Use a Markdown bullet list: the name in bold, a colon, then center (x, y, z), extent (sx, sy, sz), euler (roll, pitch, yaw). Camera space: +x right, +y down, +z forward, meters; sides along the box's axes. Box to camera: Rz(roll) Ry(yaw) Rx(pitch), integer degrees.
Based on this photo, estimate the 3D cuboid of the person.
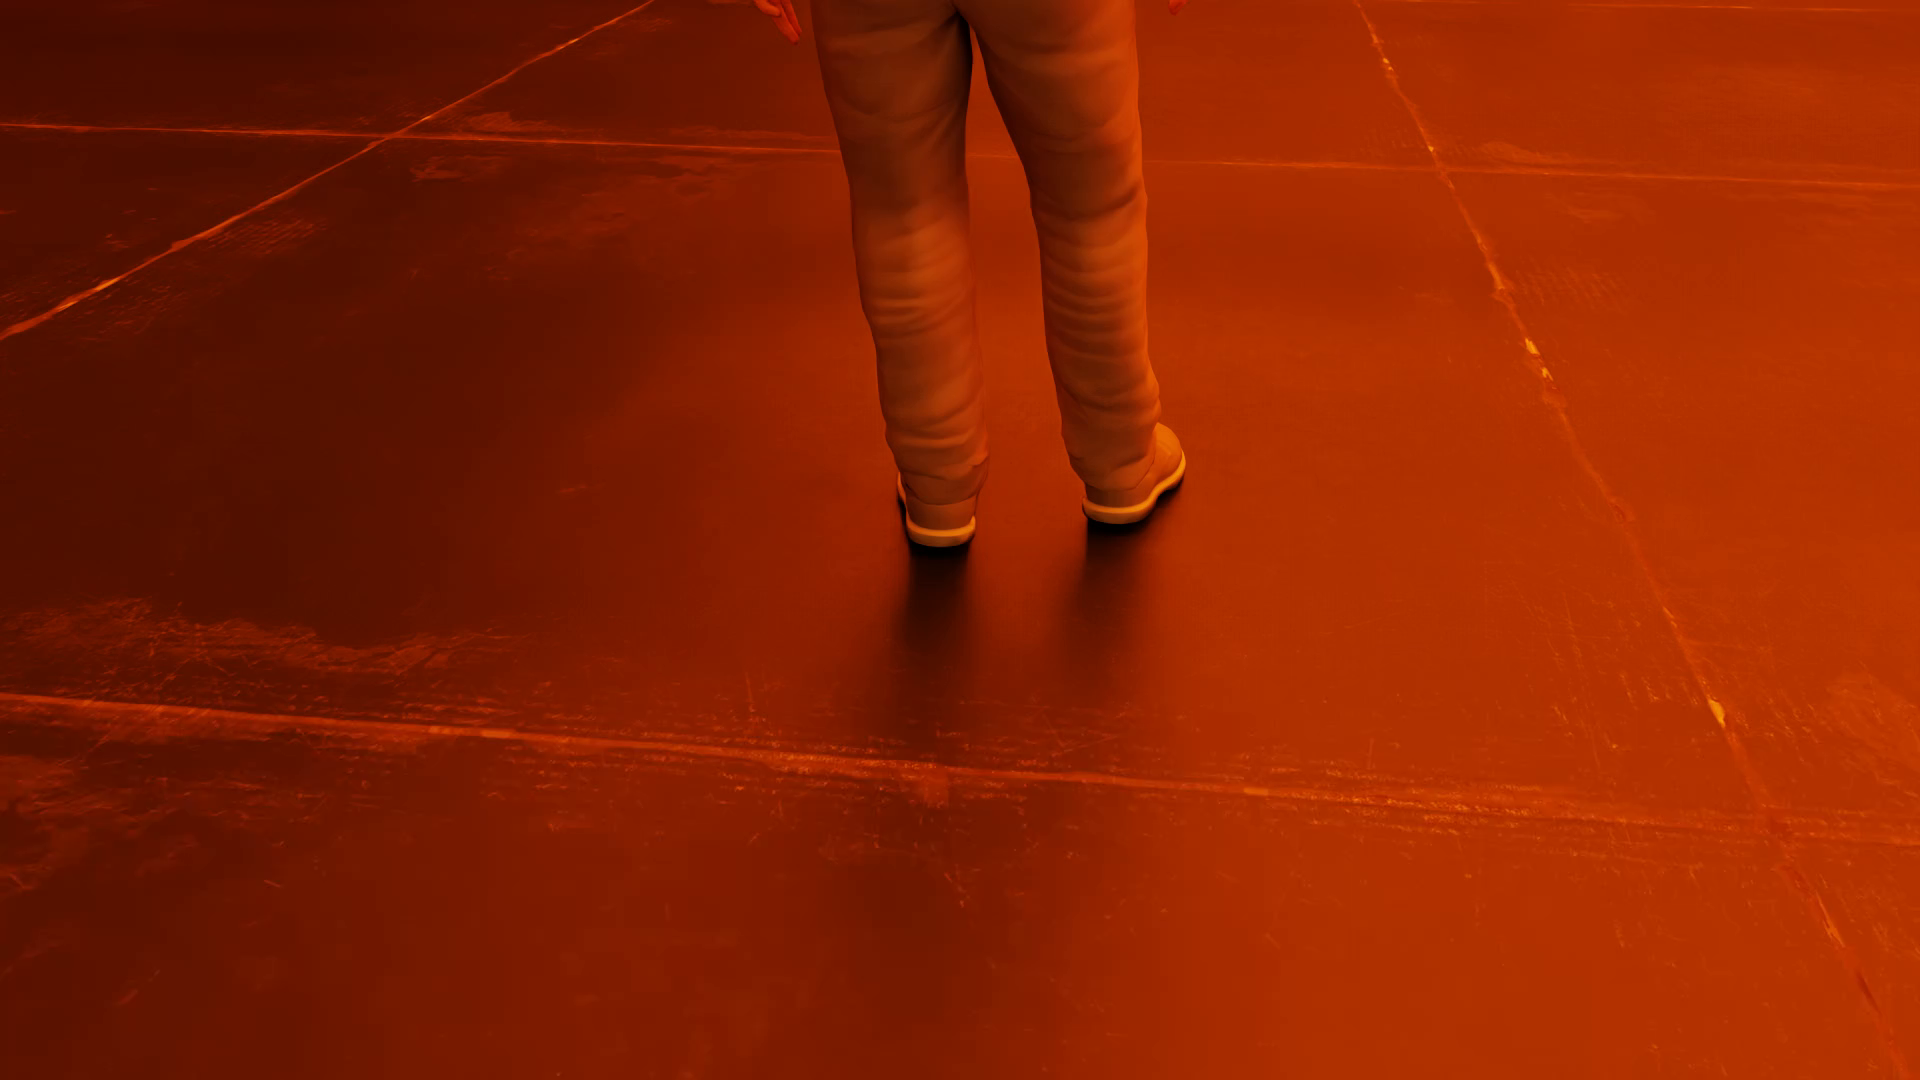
- **person**: center (0.024, -0.819, 2.189), extent (0.640, 1.727, 0.551), euler (3, 27, 7)
